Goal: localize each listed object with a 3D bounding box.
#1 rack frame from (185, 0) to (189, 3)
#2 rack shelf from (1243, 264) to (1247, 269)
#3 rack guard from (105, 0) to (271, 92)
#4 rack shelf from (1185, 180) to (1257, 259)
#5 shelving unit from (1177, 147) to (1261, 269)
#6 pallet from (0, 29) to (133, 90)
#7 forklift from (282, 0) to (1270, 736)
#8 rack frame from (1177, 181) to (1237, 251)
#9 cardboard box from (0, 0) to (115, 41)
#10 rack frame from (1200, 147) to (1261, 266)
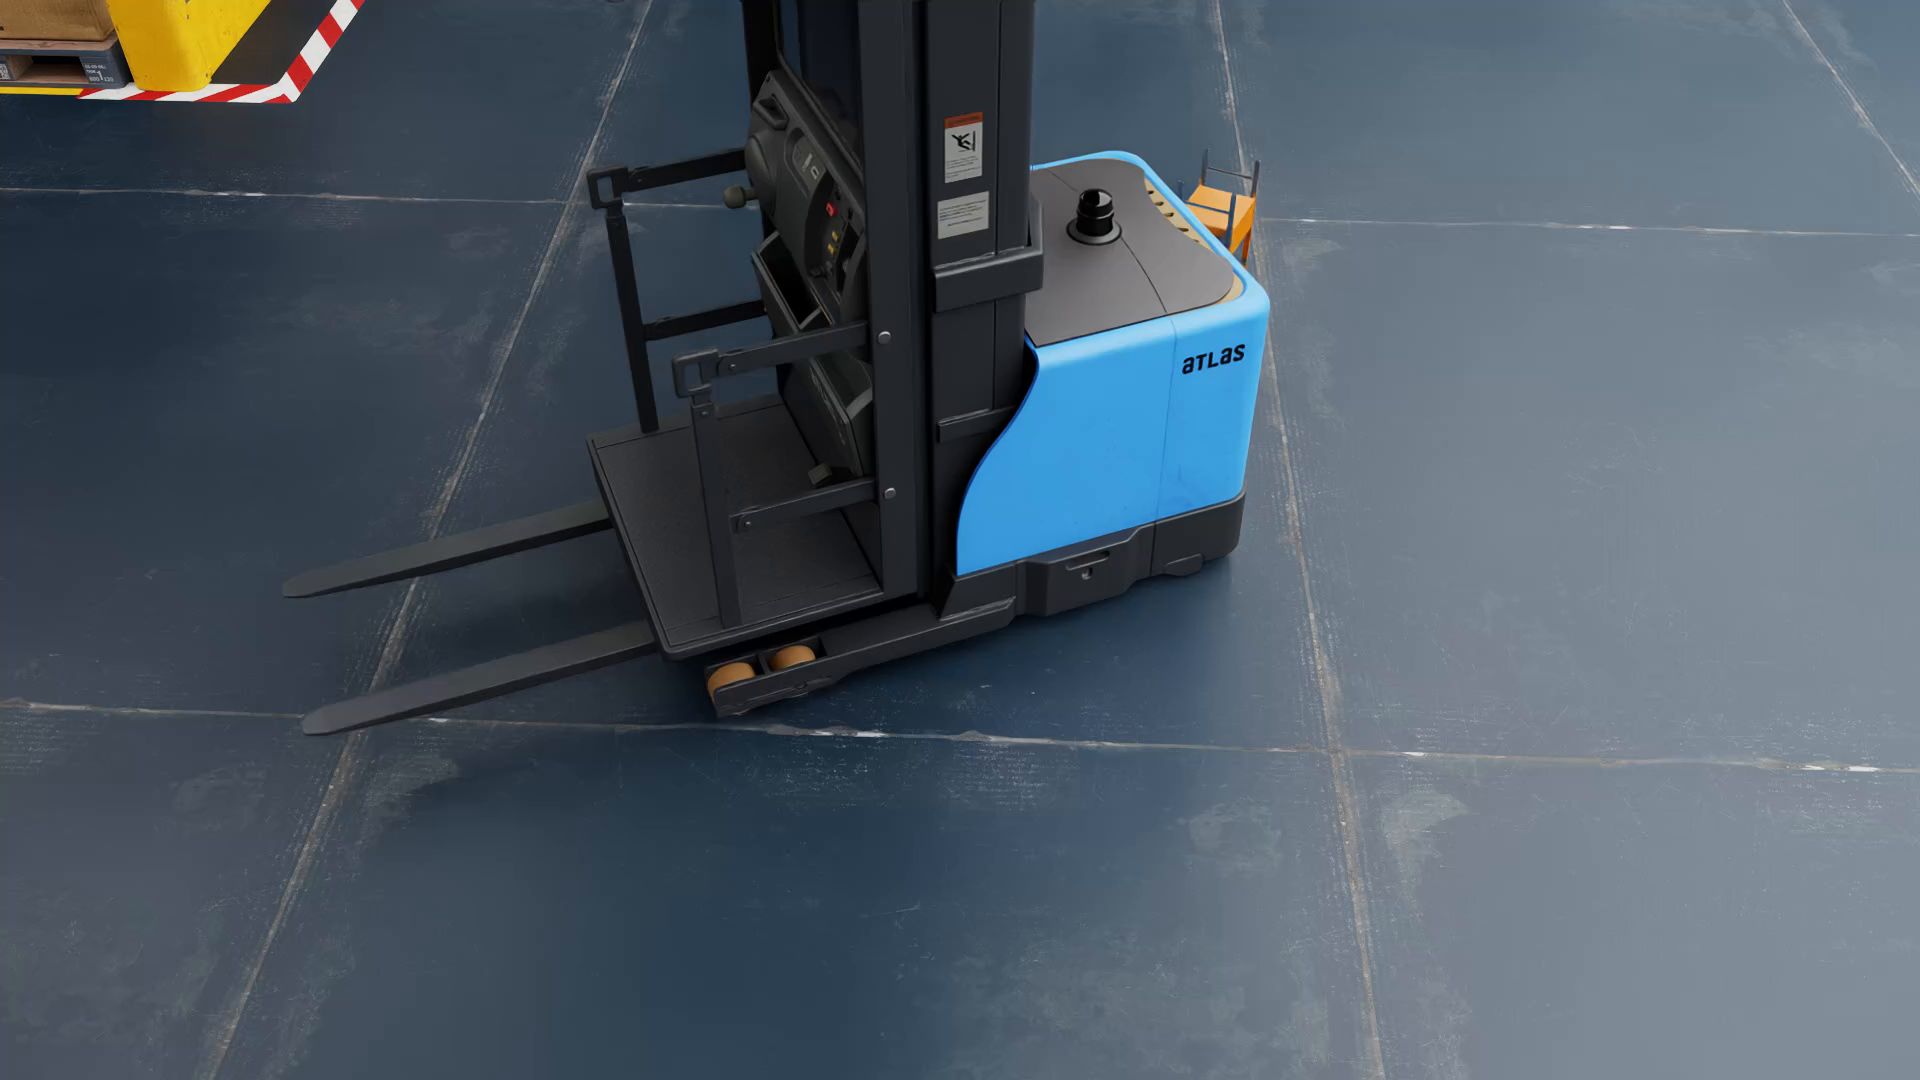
[{"bbox_3d":[-3.858,-3.679,7.499,0.127,3.000,1.000,2,43,2],"label":"rack frame"},{"bbox_3d":[0.862,-0.831,5.886,0.215,0.259,0.240,18,46,19],"label":"rack shelf"},{"bbox_3d":[-3.834,-2.764,8.350,0.348,0.500,1.175,2,43,2],"label":"rack guard"},{"bbox_3d":[0.863,-1.041,5.694,0.215,0.259,0.240,18,46,19],"label":"rack shelf"},{"bbox_3d":[0.862,-0.839,5.879,0.215,1.050,0.252,18,46,19],"label":"shelving unit"},{"bbox_3d":[-4.661,-2.630,8.418,1.213,0.211,1.003,2,43,2],"label":"pallet"},{"bbox_3d":[-0.620,-0.940,4.609,3.031,2.935,1.130,-15,45,-16],"label":"forklift"},{"bbox_3d":[0.809,-0.765,5.798,0.200,1.050,0.008,18,46,19],"label":"rack frame"},{"bbox_3d":[-4.539,-3.031,8.054,0.875,0.875,0.875,2,43,2],"label":"cardboard box"},{"bbox_3d":[0.916,-0.913,5.960,0.200,1.050,0.008,18,46,19],"label":"rack frame"}]
